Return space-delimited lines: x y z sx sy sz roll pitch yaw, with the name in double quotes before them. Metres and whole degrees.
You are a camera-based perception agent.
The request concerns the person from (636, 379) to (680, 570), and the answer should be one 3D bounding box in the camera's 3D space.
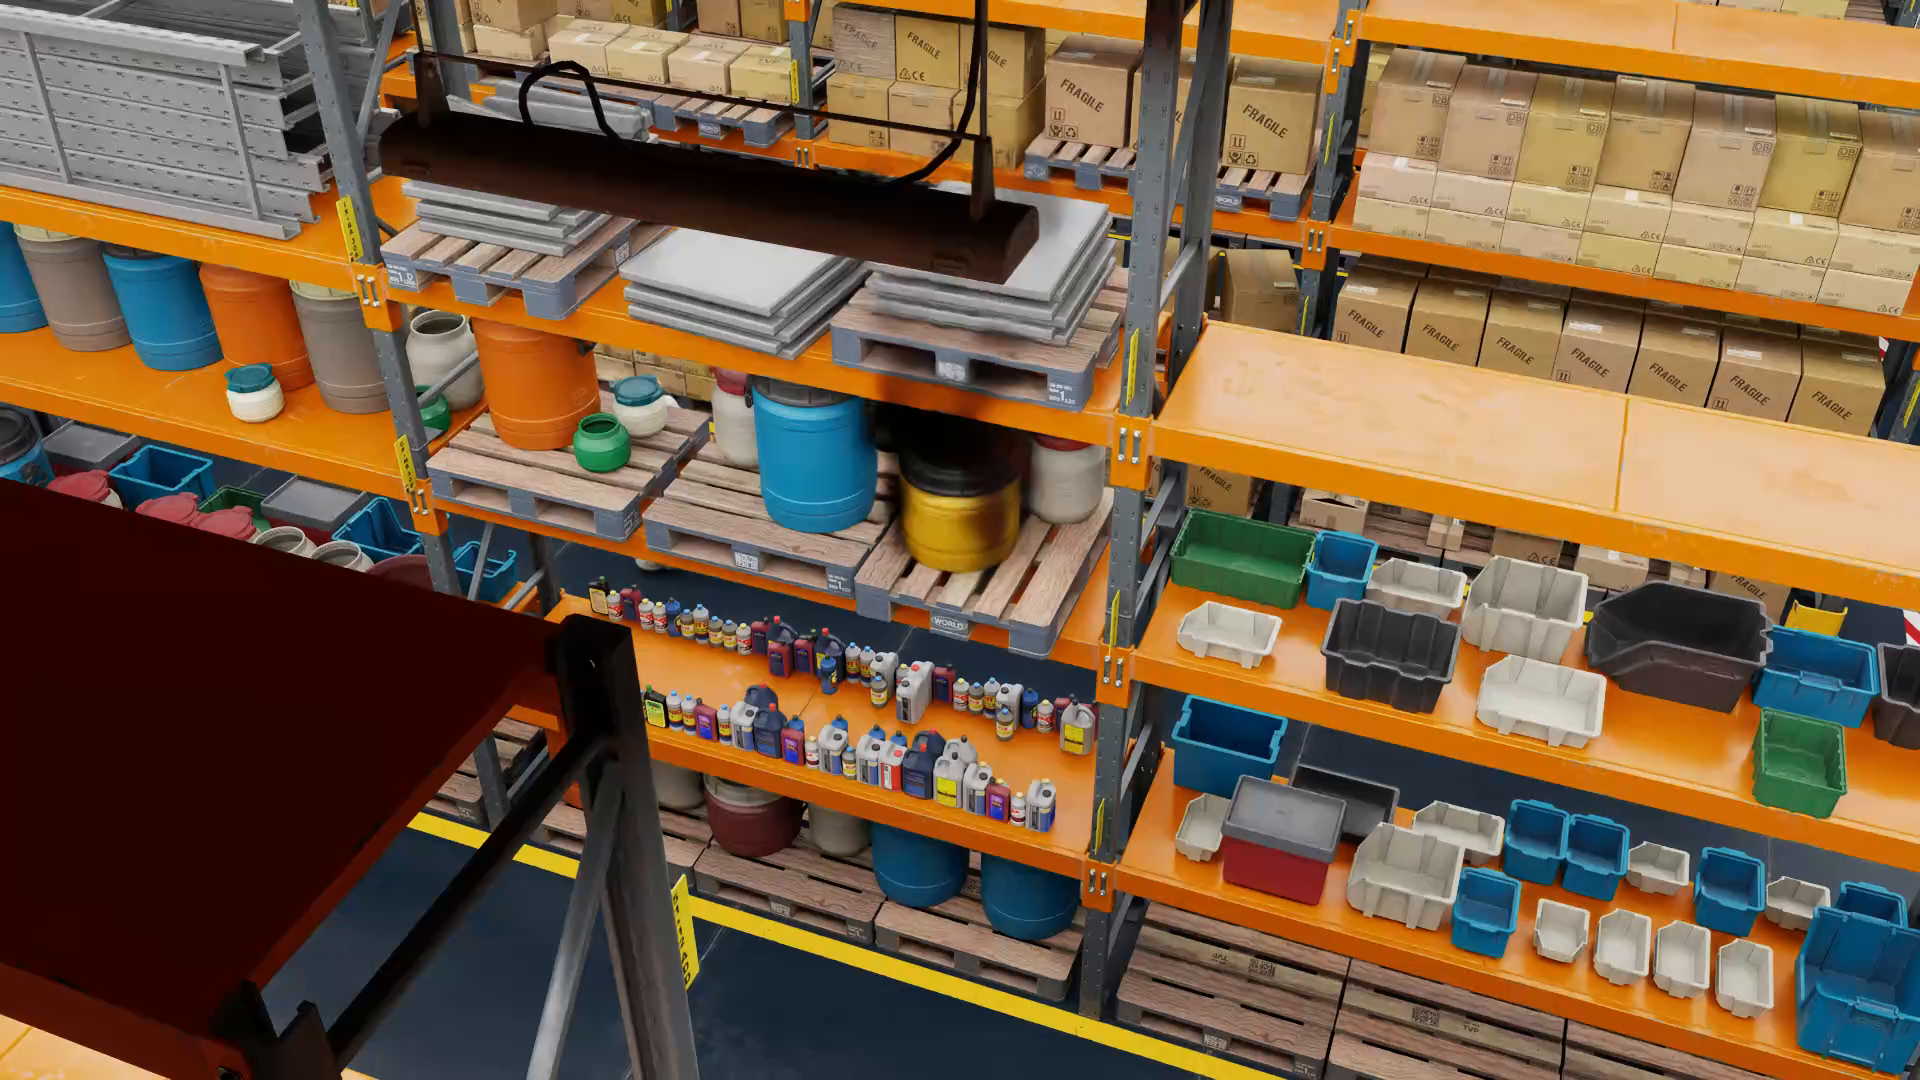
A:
"person" -2.290 -0.484 12.505 0.643 1.730 0.710 6 37 8
